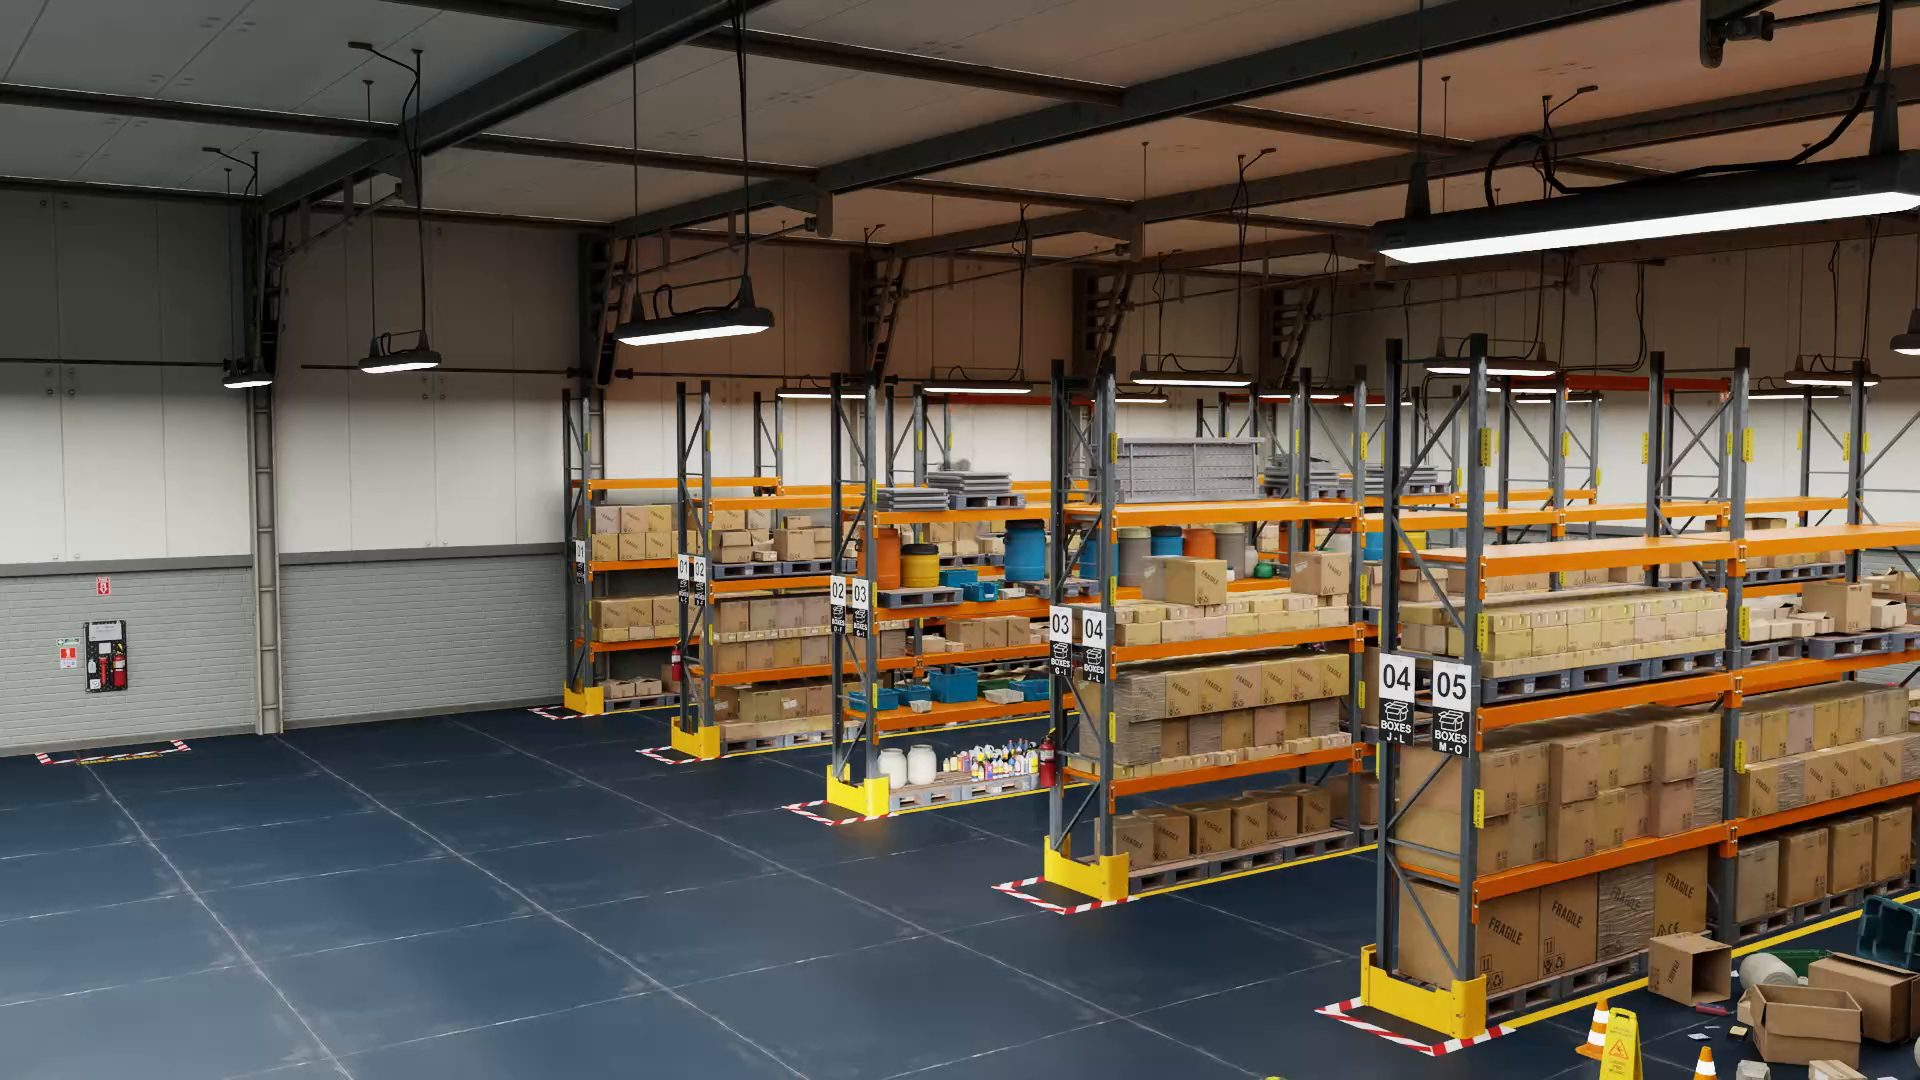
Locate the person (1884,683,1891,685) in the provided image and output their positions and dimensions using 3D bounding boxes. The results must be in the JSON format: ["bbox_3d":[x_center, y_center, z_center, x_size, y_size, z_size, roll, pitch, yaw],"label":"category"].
[{"bbox_3d":[12.646,2.840,22.689,0.898,1.766,0.669,-2,4,-33],"label":"person"}]
